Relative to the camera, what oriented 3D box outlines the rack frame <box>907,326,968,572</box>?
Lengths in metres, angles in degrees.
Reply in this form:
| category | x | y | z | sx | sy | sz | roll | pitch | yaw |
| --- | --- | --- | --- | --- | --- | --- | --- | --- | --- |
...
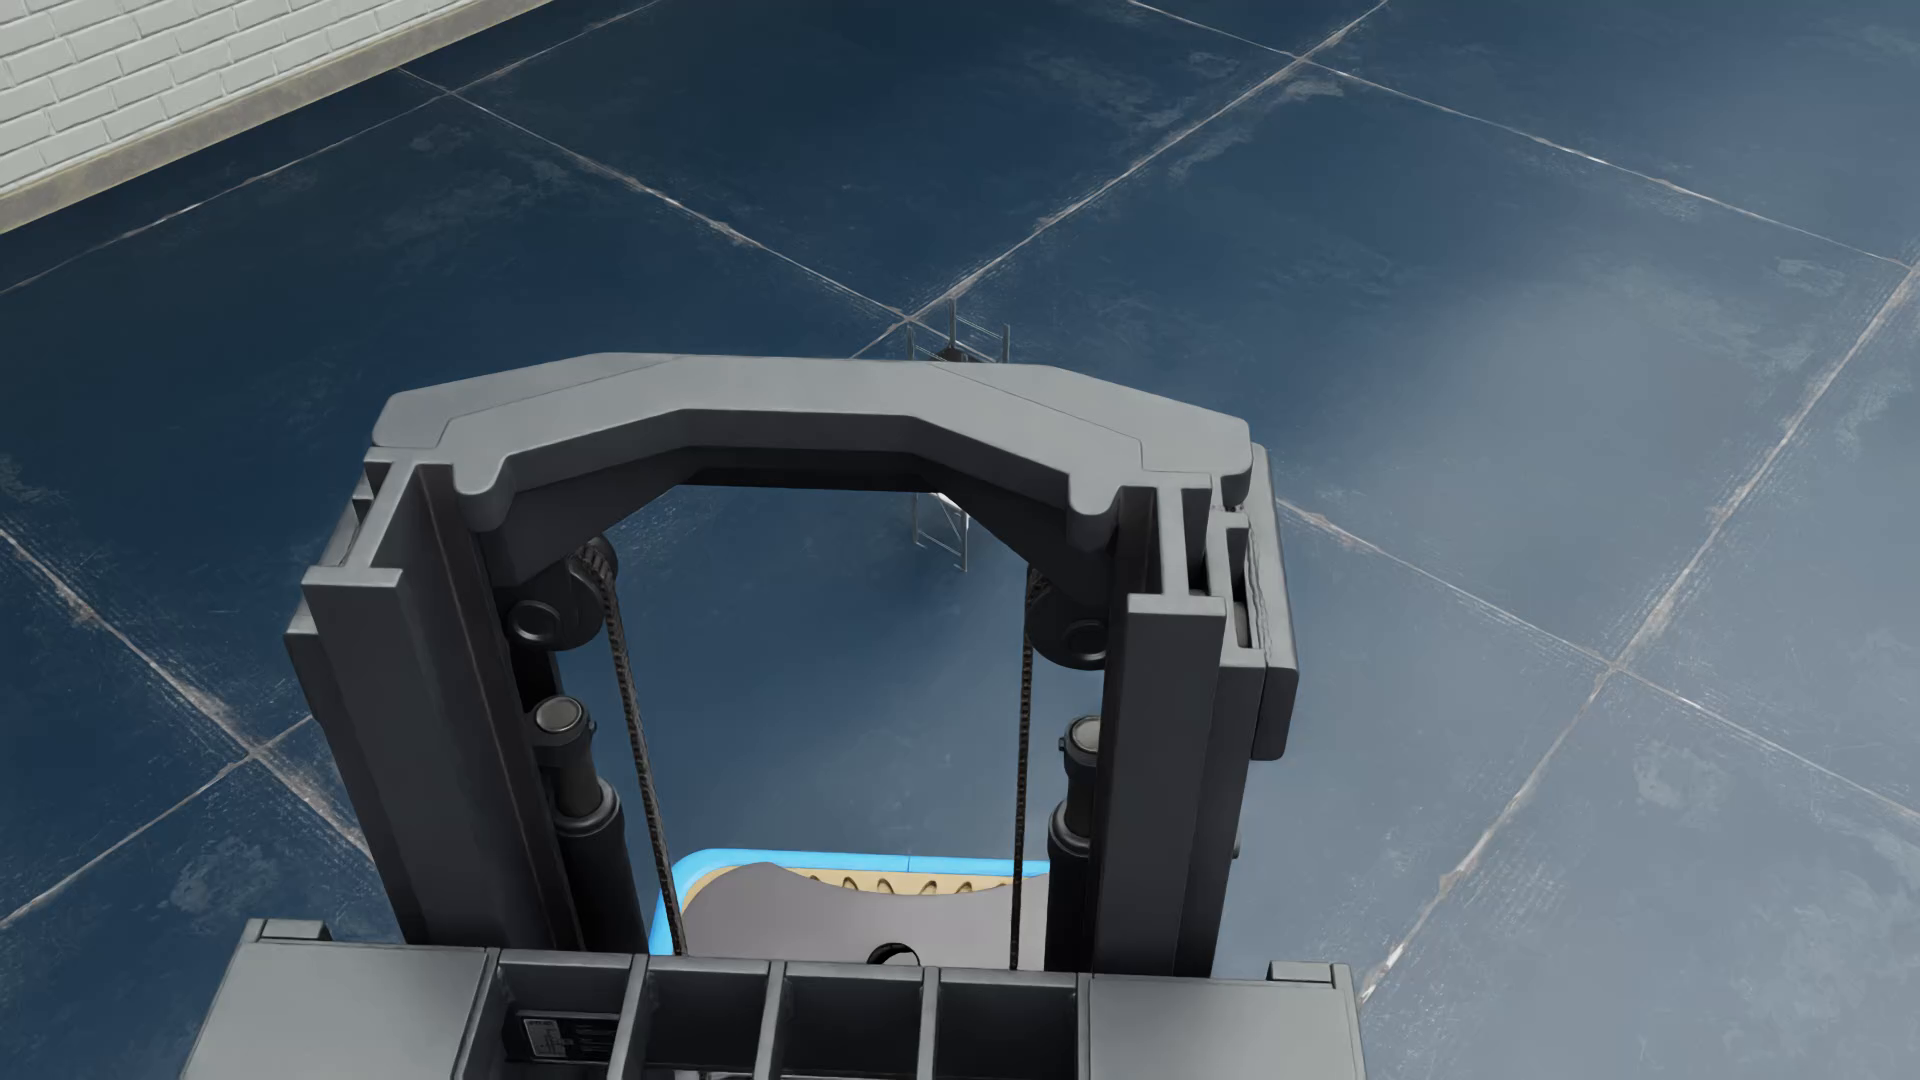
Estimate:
| category | x | y | z | sx | sy | sz | roll | pitch | yaw |
| --- | --- | --- | --- | --- | --- | --- | --- | --- | --- |
| rack frame | -0.071 | -0.276 | 5.385 | 0.240 | 0.900 | 0.006 | 29 | 50 | 28 |

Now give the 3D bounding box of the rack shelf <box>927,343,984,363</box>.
| category | x | y | z | sx | sy | sz | roll | pitch | yaw |
| --- | --- | --- | --- | --- | --- | --- | --- | --- | --- |
| rack shelf | -0.005 | -0.504 | 5.283 | 0.258 | 0.077 | 0.200 | 29 | 50 | 28 |

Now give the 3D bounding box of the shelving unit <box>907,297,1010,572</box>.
| category | x | y | z | sx | sy | sz | roll | pitch | yaw |
| --- | --- | --- | --- | --- | --- | --- | --- | --- | --- |
| shelving unit | -0.005 | -0.329 | 5.443 | 0.258 | 0.900 | 0.210 | 29 | 50 | 28 |

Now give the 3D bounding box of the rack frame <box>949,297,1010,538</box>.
| category | x | y | z | sx | sy | sz | roll | pitch | yaw |
| --- | --- | --- | --- | --- | --- | --- | --- | --- | --- |
| rack frame | 0.060 | -0.381 | 5.500 | 0.240 | 0.900 | 0.006 | 29 | 50 | 28 |

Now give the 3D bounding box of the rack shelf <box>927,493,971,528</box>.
| category | x | y | z | sx | sy | sz | roll | pitch | yaw |
| --- | --- | --- | --- | --- | --- | --- | --- | --- | --- |
| rack shelf | -0.005 | -0.171 | 5.586 | 0.258 | 0.077 | 0.200 | 29 | 50 | 28 |
